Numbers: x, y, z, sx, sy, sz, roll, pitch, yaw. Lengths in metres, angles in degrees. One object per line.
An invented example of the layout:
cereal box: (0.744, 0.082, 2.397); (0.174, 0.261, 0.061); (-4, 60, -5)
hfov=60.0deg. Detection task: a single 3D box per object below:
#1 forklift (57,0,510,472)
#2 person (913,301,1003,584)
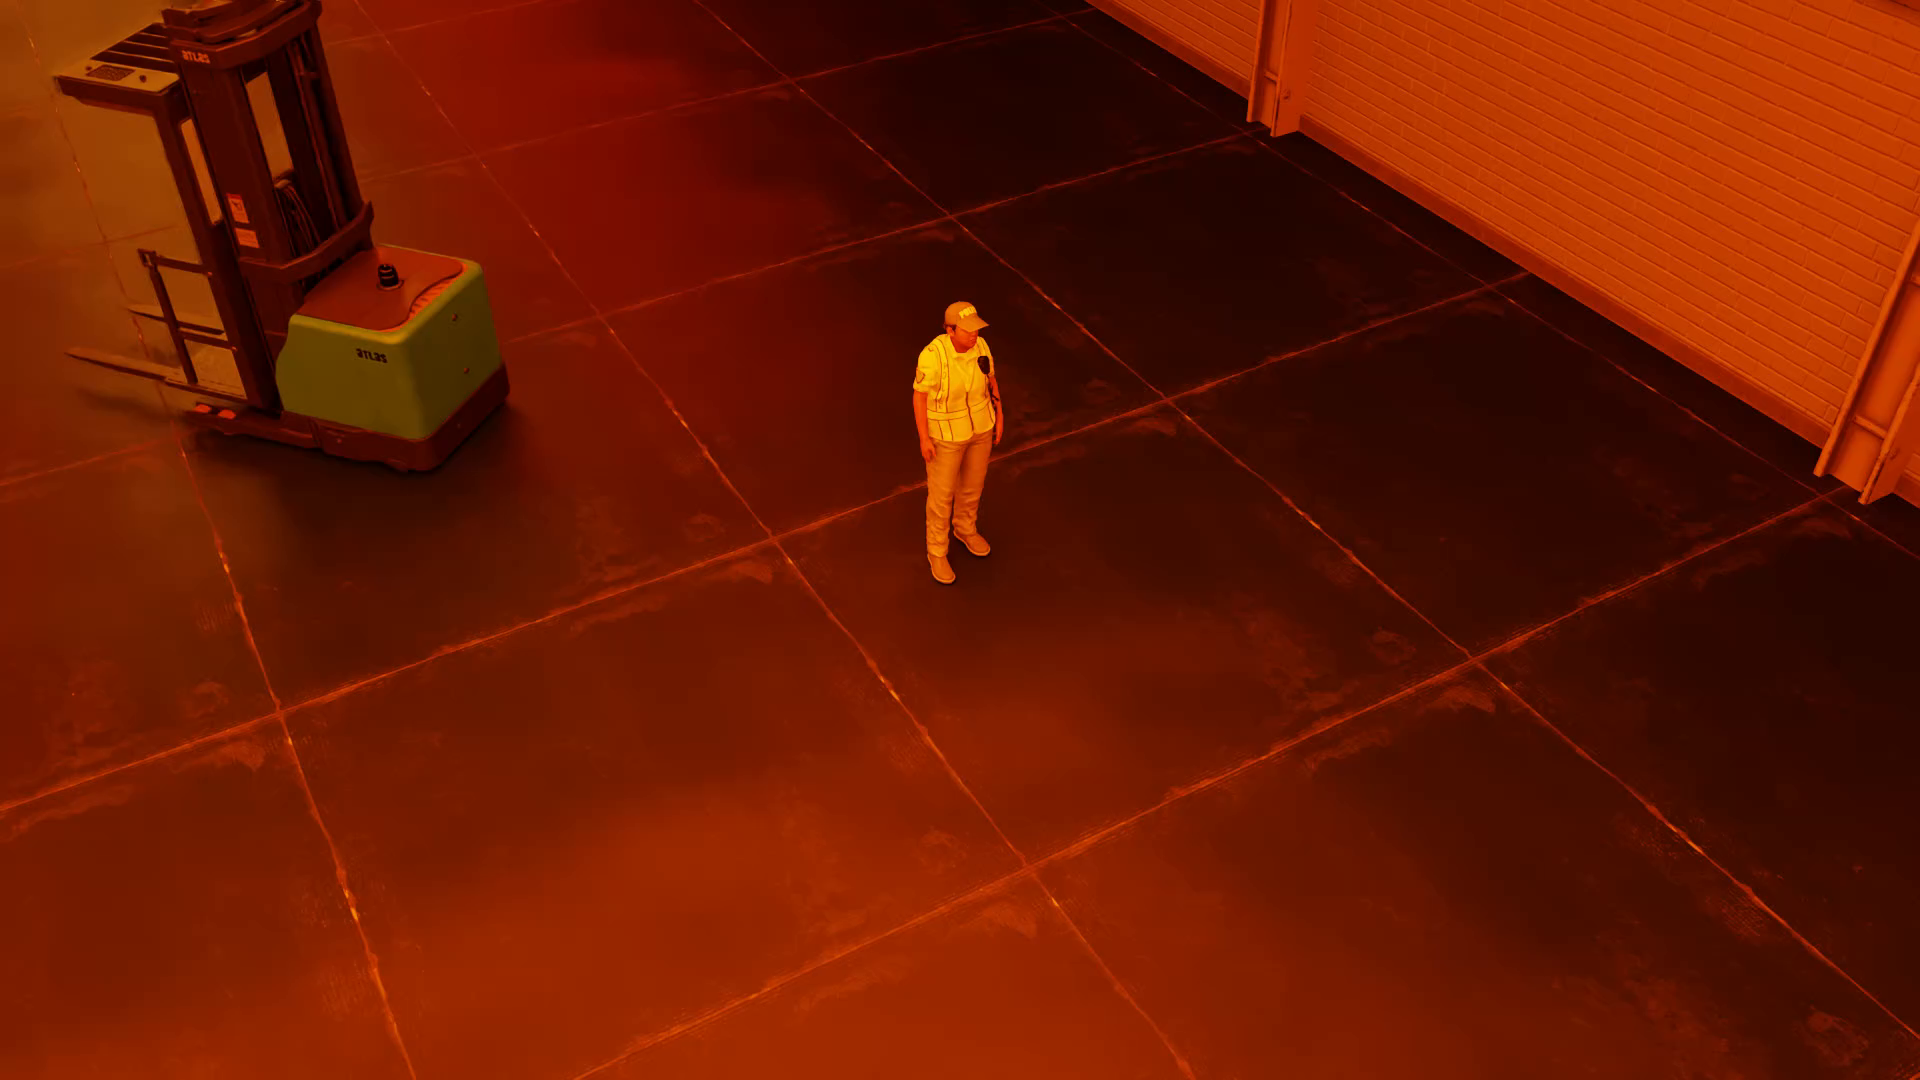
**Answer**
forklift: (-4.671, -2.139, 10.614); (3.031, 2.935, 1.130); (13, 41, 15)
person: (0.018, -0.597, 9.736); (0.598, 1.670, 0.529); (-20, 44, -23)
